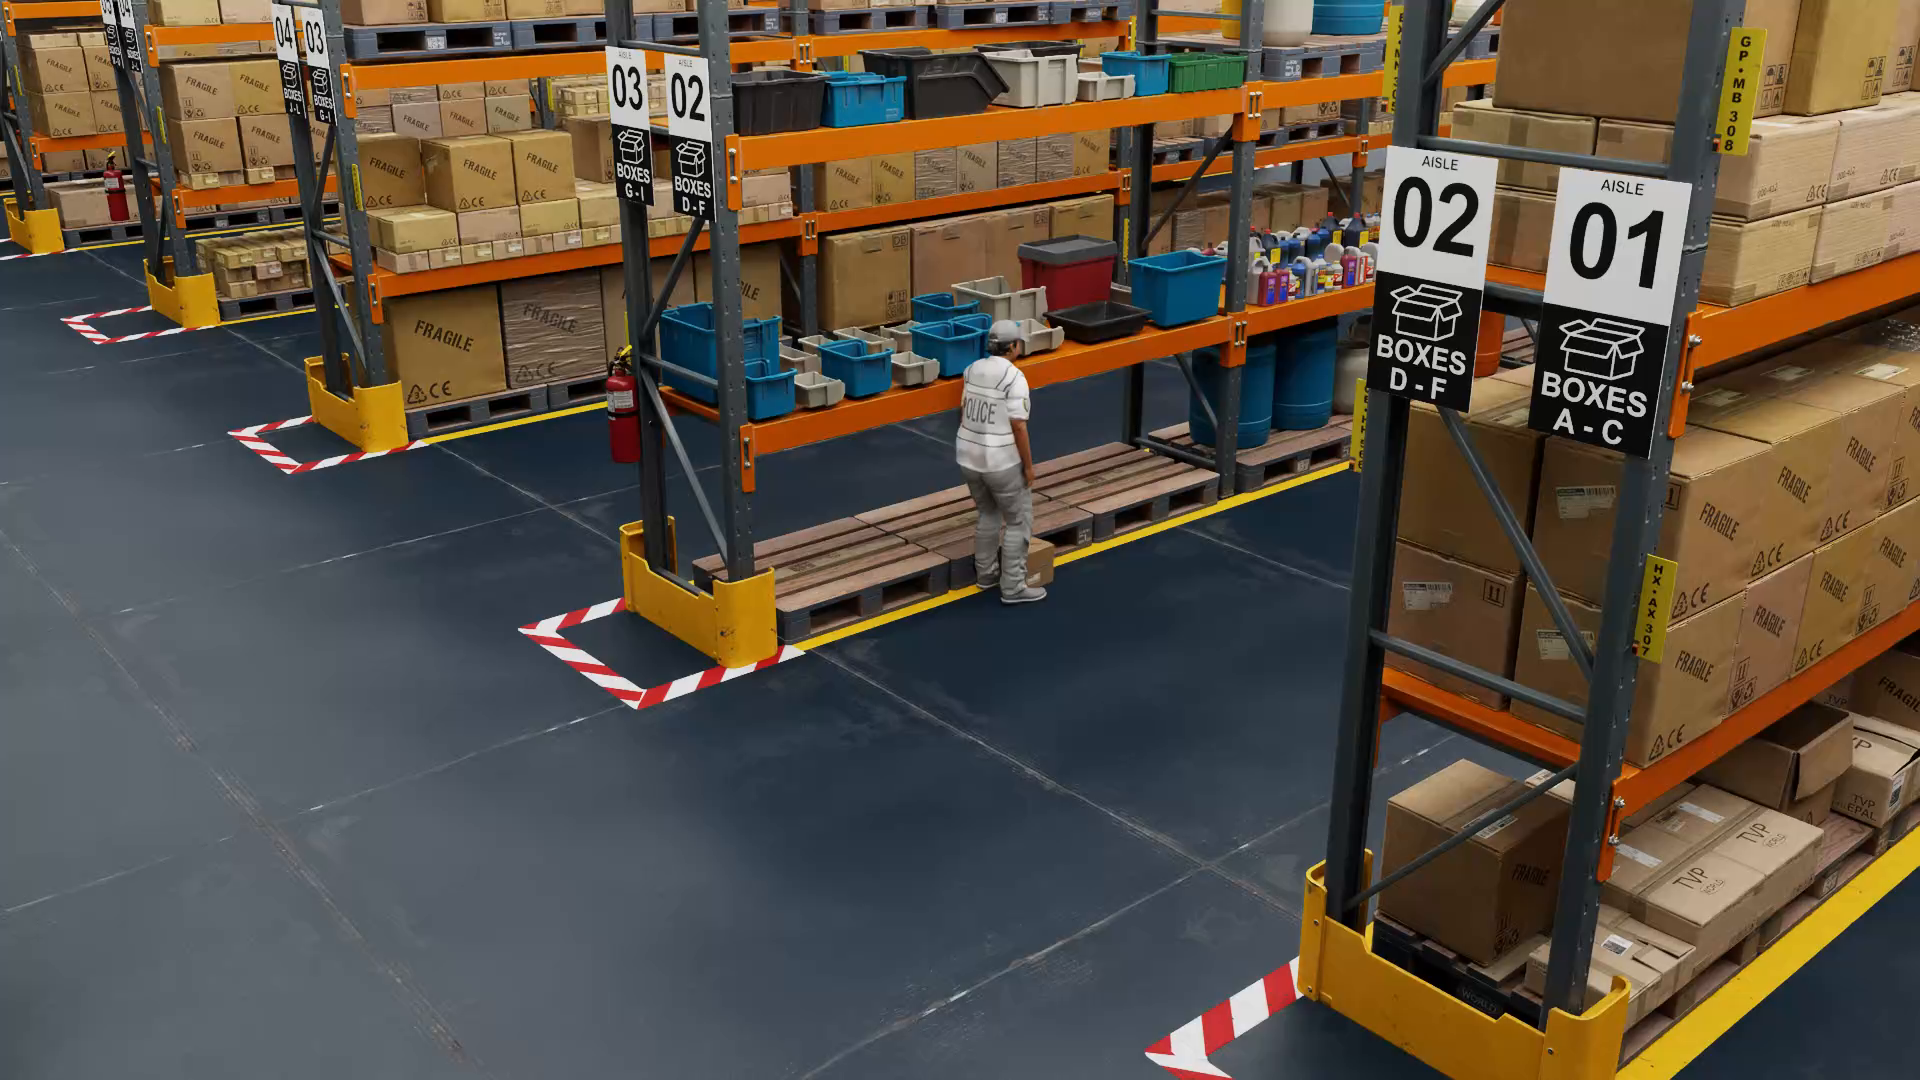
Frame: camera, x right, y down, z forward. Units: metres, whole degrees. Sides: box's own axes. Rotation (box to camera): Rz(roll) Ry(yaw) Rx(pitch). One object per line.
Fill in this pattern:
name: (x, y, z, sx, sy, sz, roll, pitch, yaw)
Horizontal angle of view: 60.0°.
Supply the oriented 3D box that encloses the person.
person: (0.241, -0.463, 9.774, 0.468, 1.665, 0.553, -20, 28, -41)
